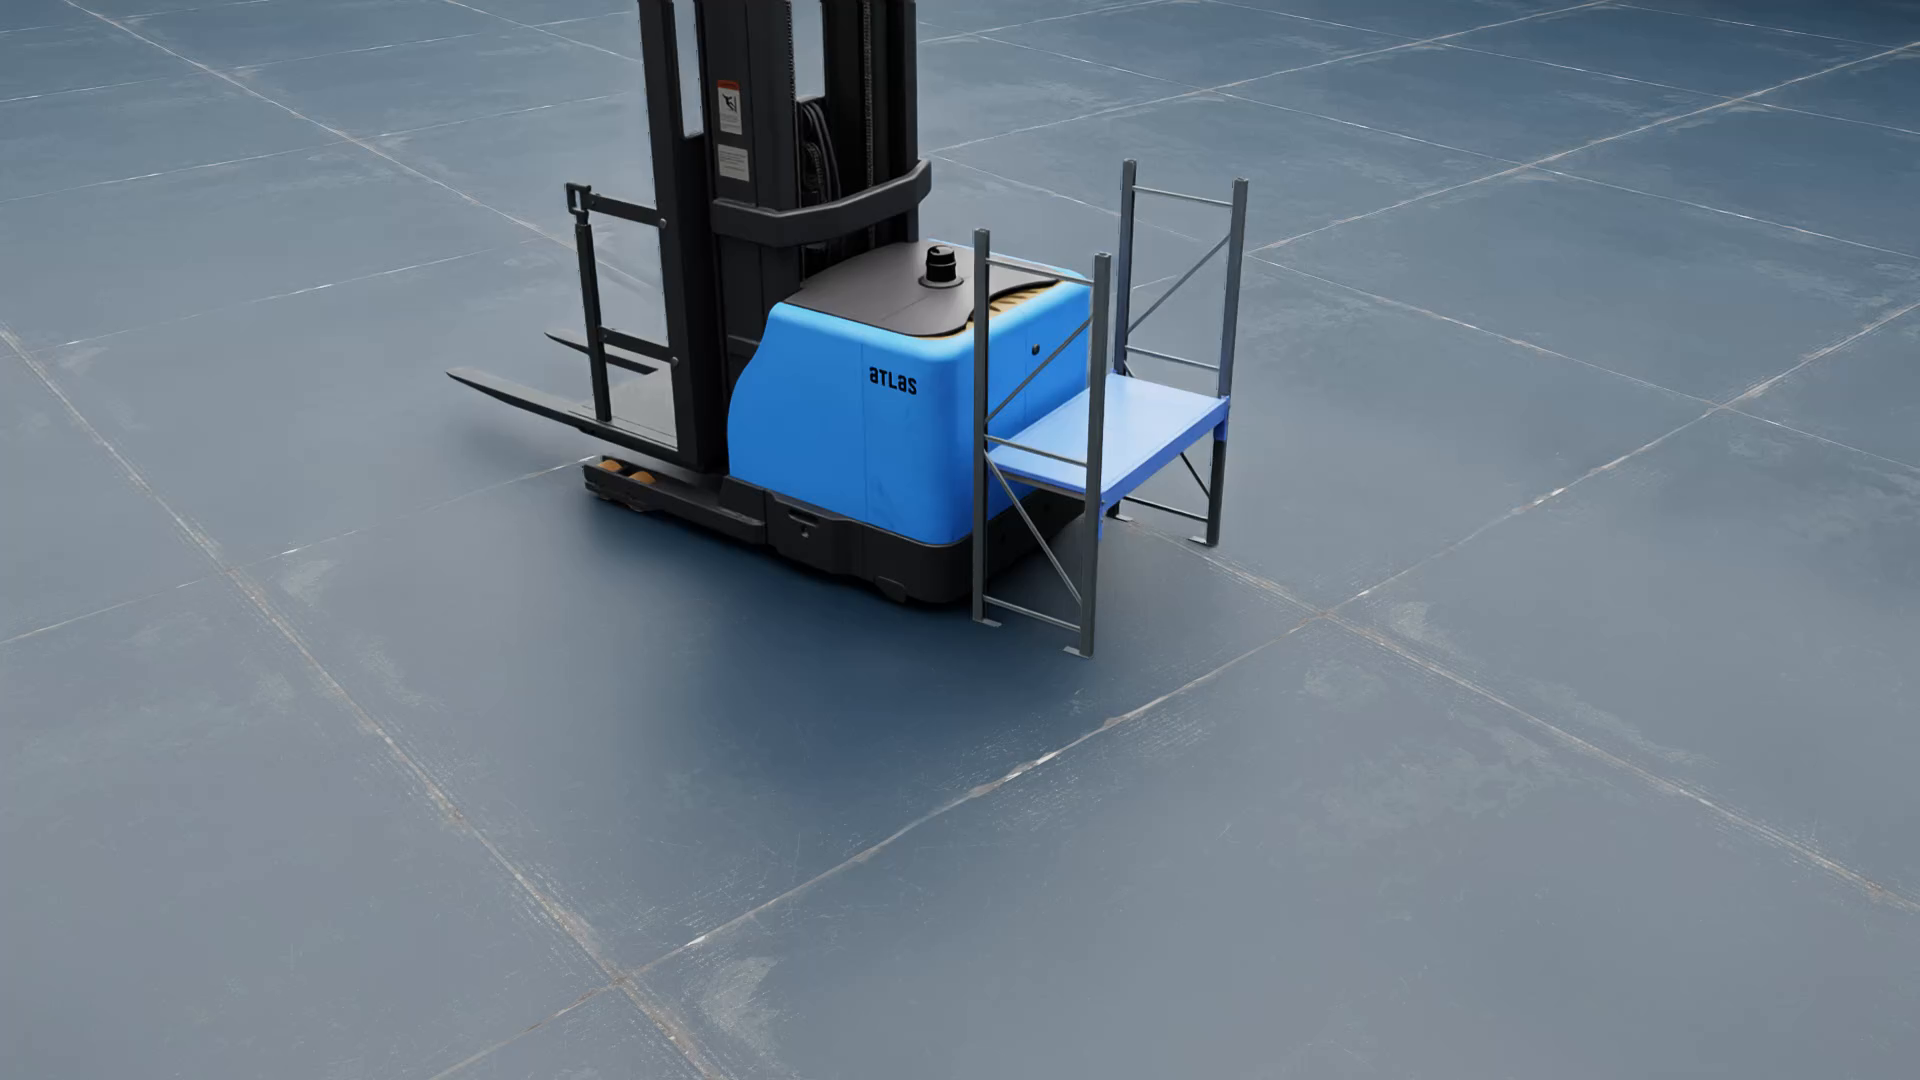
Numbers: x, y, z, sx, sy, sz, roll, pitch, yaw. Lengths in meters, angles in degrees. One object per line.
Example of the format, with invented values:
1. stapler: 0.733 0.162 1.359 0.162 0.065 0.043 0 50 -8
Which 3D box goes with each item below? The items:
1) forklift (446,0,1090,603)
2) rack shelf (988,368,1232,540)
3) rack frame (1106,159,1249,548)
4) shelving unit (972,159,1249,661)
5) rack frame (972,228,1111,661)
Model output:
1. forklift: -0.976 -1.592 6.619 3.031 2.935 1.130 19 33 31
2. rack shelf: 0.545 -0.342 6.181 0.538 0.185 1.000 17 33 29
3. rack frame: 0.827 -0.700 6.469 0.500 1.500 0.032 17 33 29
4. shelving unit: 0.545 -0.501 6.096 0.538 1.500 1.048 17 33 29
5. rack frame: 0.263 -0.302 5.723 0.500 1.500 0.032 17 33 29
